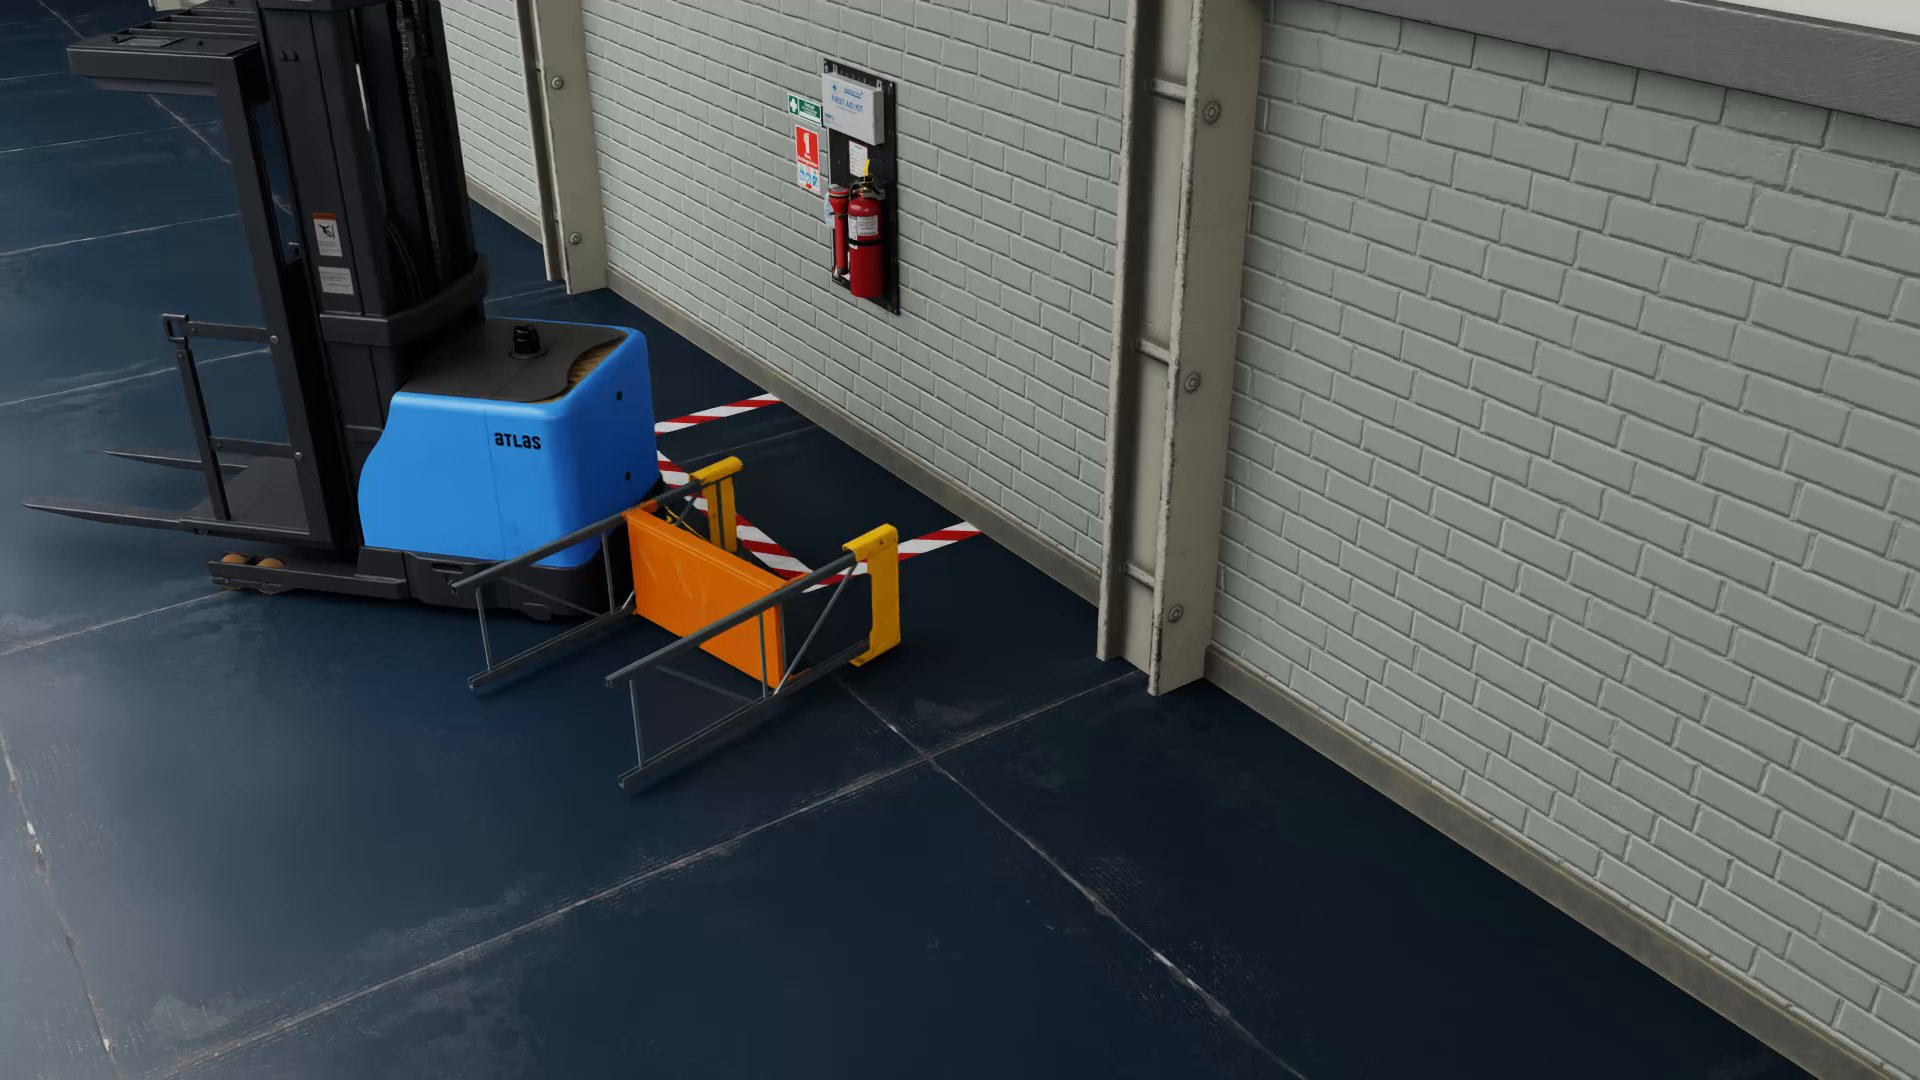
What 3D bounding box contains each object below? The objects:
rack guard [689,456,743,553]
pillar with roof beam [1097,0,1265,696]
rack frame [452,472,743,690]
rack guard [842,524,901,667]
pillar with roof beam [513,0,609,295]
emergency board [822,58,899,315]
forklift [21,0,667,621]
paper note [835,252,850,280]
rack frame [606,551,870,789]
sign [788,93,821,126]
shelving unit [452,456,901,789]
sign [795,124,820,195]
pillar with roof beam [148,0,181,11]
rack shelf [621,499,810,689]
[{"bbox_3d":[-1.118,-0.079,7.750,0.087,0.587,0.250,23,36,36],"label":"rack guard"},{"bbox_3d":[-2.670,-2.219,2.907,9.100,9.000,0.400,-19,34,-31],"label":"pillar with roof beam"},{"bbox_3d":[-1.551,0.138,7.355,0.032,0.500,1.500,23,36,36],"label":"rack frame"},{"bbox_3d":[-0.379,0.240,7.163,0.087,0.587,0.250,23,36,36],"label":"rack guard"},{"bbox_3d":[-6.150,-4.552,7.202,9.100,9.000,0.400,-19,34,-31],"label":"pillar with roof beam"},{"bbox_3d":[-0.566,-1.746,8.322,0.194,1.169,0.643,-19,34,-31],"label":"emergency board"},{"bbox_3d":[-3.034,-1.272,7.520,3.031,2.935,1.130,6,29,11],"label":"forklift"},{"bbox_3d":[-0.612,-1.447,8.694,0.016,0.148,0.142,-19,34,-31],"label":"paper note"},{"bbox_3d":[-0.797,0.463,6.756,0.032,0.500,1.500,23,36,36],"label":"rack frame"},{"bbox_3d":[-0.807,-2.234,8.627,0.001,0.109,0.331,-19,34,-31],"label":"sign"},{"bbox_3d":[-1.167,0.303,7.050,1.083,0.587,1.500,23,36,36],"label":"shelving unit"},{"bbox_3d":[-0.802,-2.005,8.762,0.001,0.329,0.234,-19,34,-31],"label":"sign"},{"bbox_3d":[-13.111,-9.217,15.792,9.100,9.000,0.400,-19,34,-31],"label":"pillar with roof beam"},{"bbox_3d":[-1.054,0.236,7.172,1.000,0.538,0.185,23,36,36],"label":"rack shelf"}]
